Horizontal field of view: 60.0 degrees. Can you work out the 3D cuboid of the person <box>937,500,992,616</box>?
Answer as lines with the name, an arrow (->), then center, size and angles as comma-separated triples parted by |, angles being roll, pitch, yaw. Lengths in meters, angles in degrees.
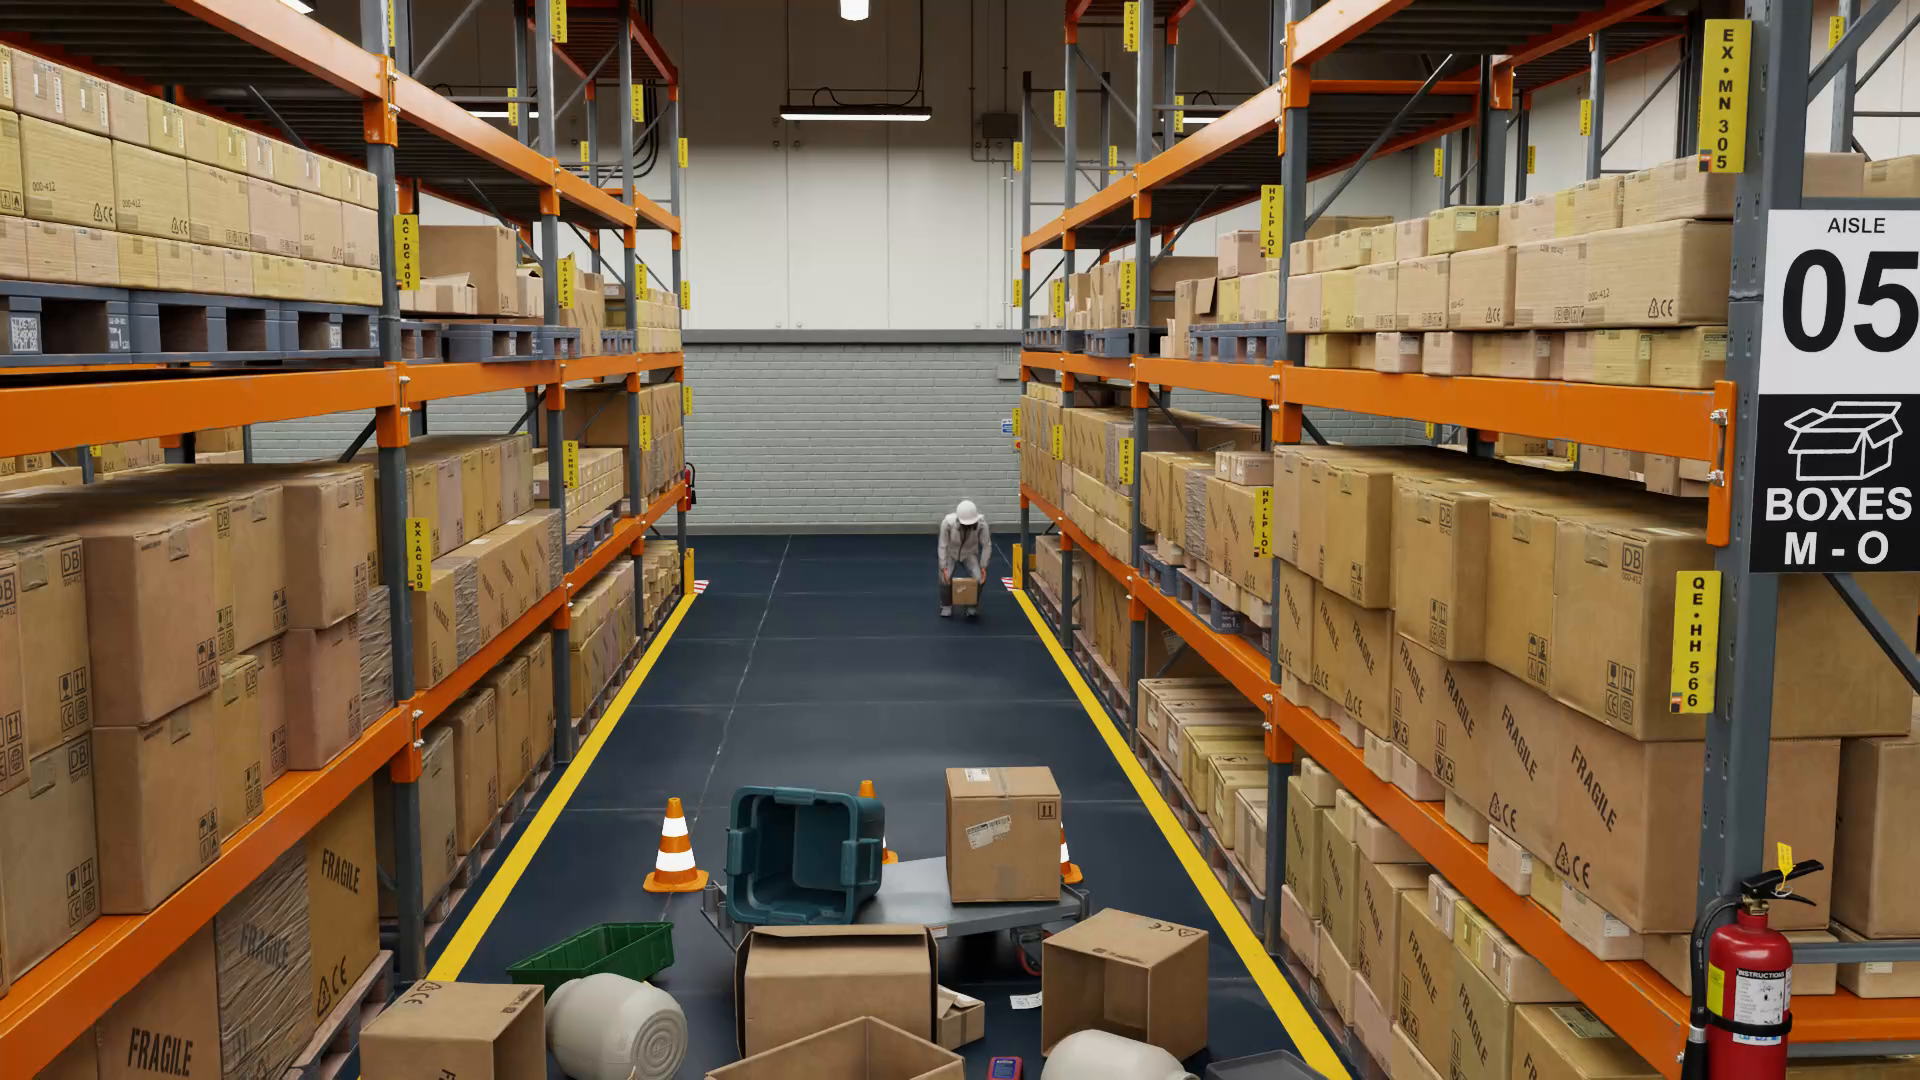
person -> 0.042, 0.184, 17.702 | 0.583, 1.276, 0.829 | -1, 7, -4
